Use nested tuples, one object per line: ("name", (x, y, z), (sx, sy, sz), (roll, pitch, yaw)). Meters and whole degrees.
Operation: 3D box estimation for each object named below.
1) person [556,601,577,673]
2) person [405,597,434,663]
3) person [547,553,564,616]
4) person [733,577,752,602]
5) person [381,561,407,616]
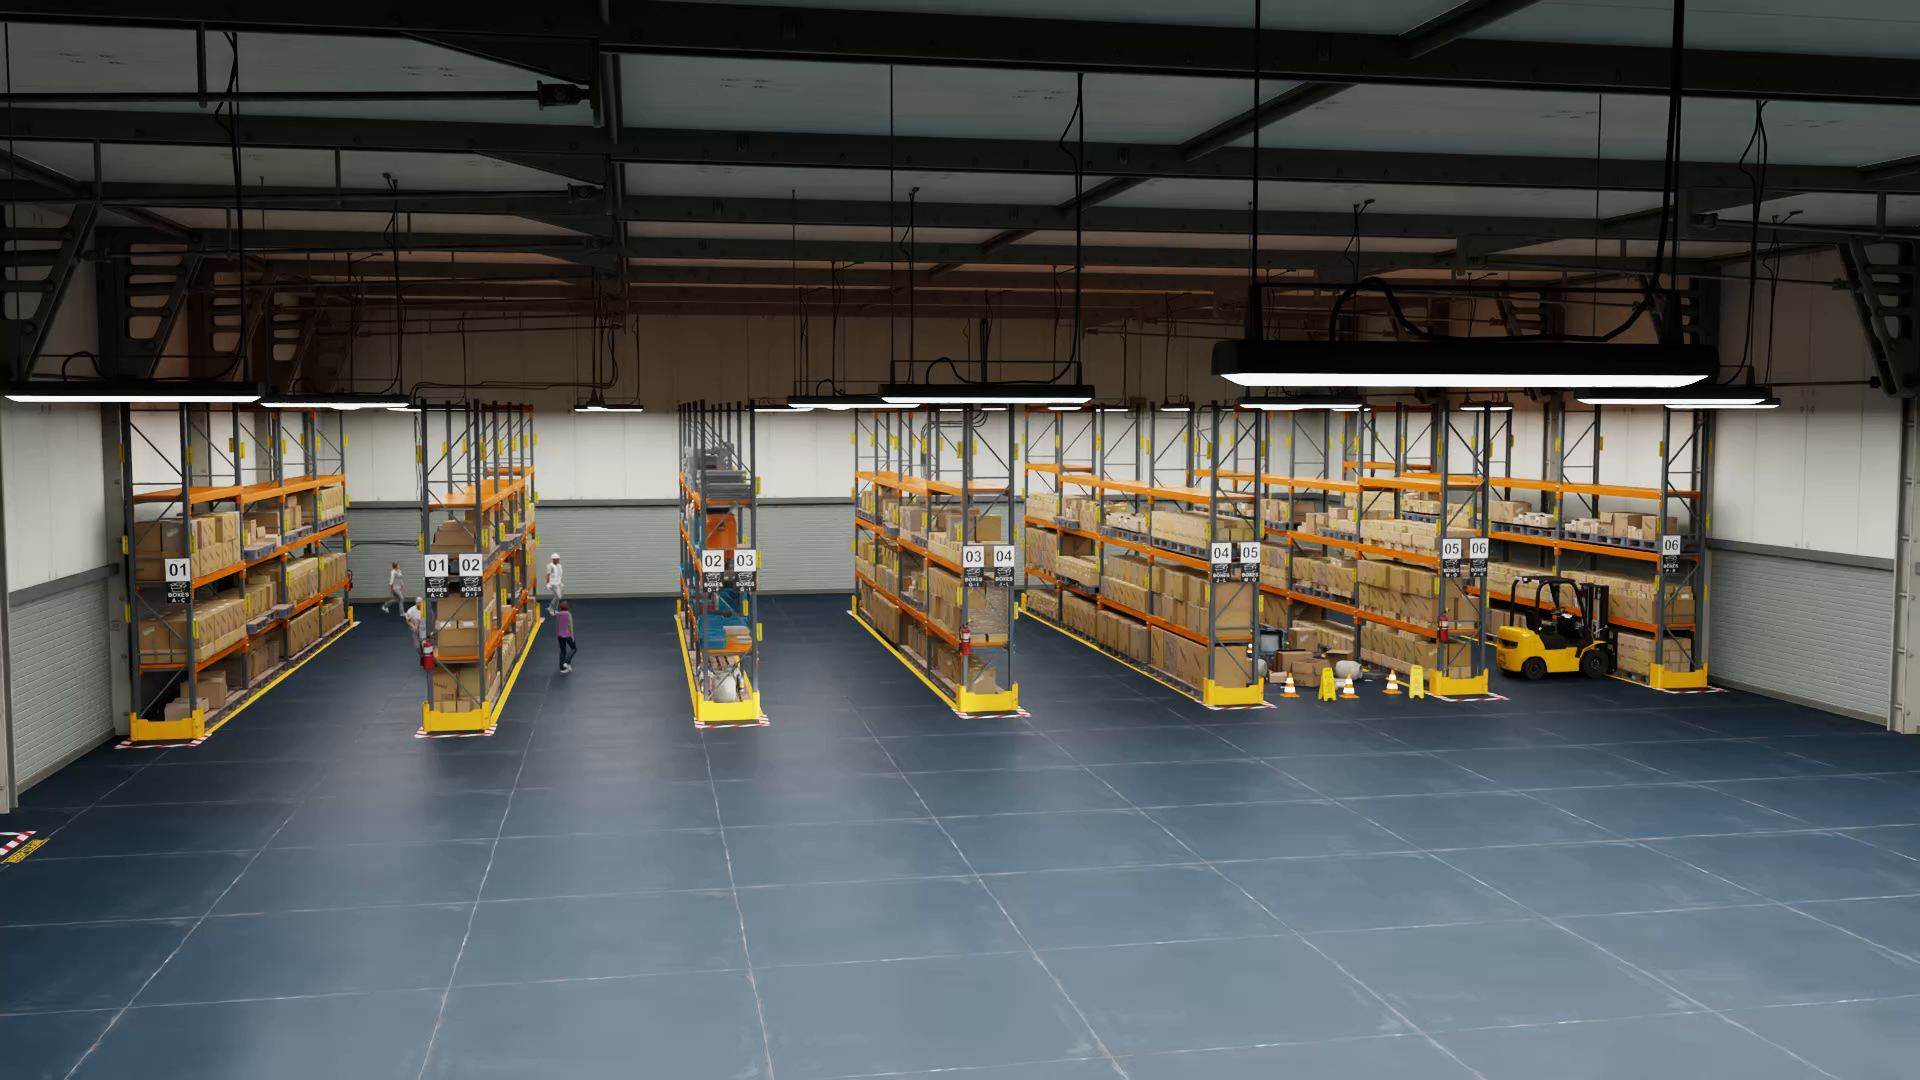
("person", (-8.756, 2.147, 36.819), (0.448, 1.599, 0.438), (2, 5, 21))
("person", (-12.348, 2.065, 38.058), (0.556, 1.578, 0.749), (0, 4, -1))
("person", (-11.451, 1.266, 47.068), (0.446, 1.787, 0.627), (1, 4, 10))
("person", (-5.887, 1.518, 44.876), (0.516, 1.596, 0.993), (-2, 5, -26))
("person", (-16.019, 1.372, 47.147), (0.833, 1.560, 0.407), (0, 4, 1))
